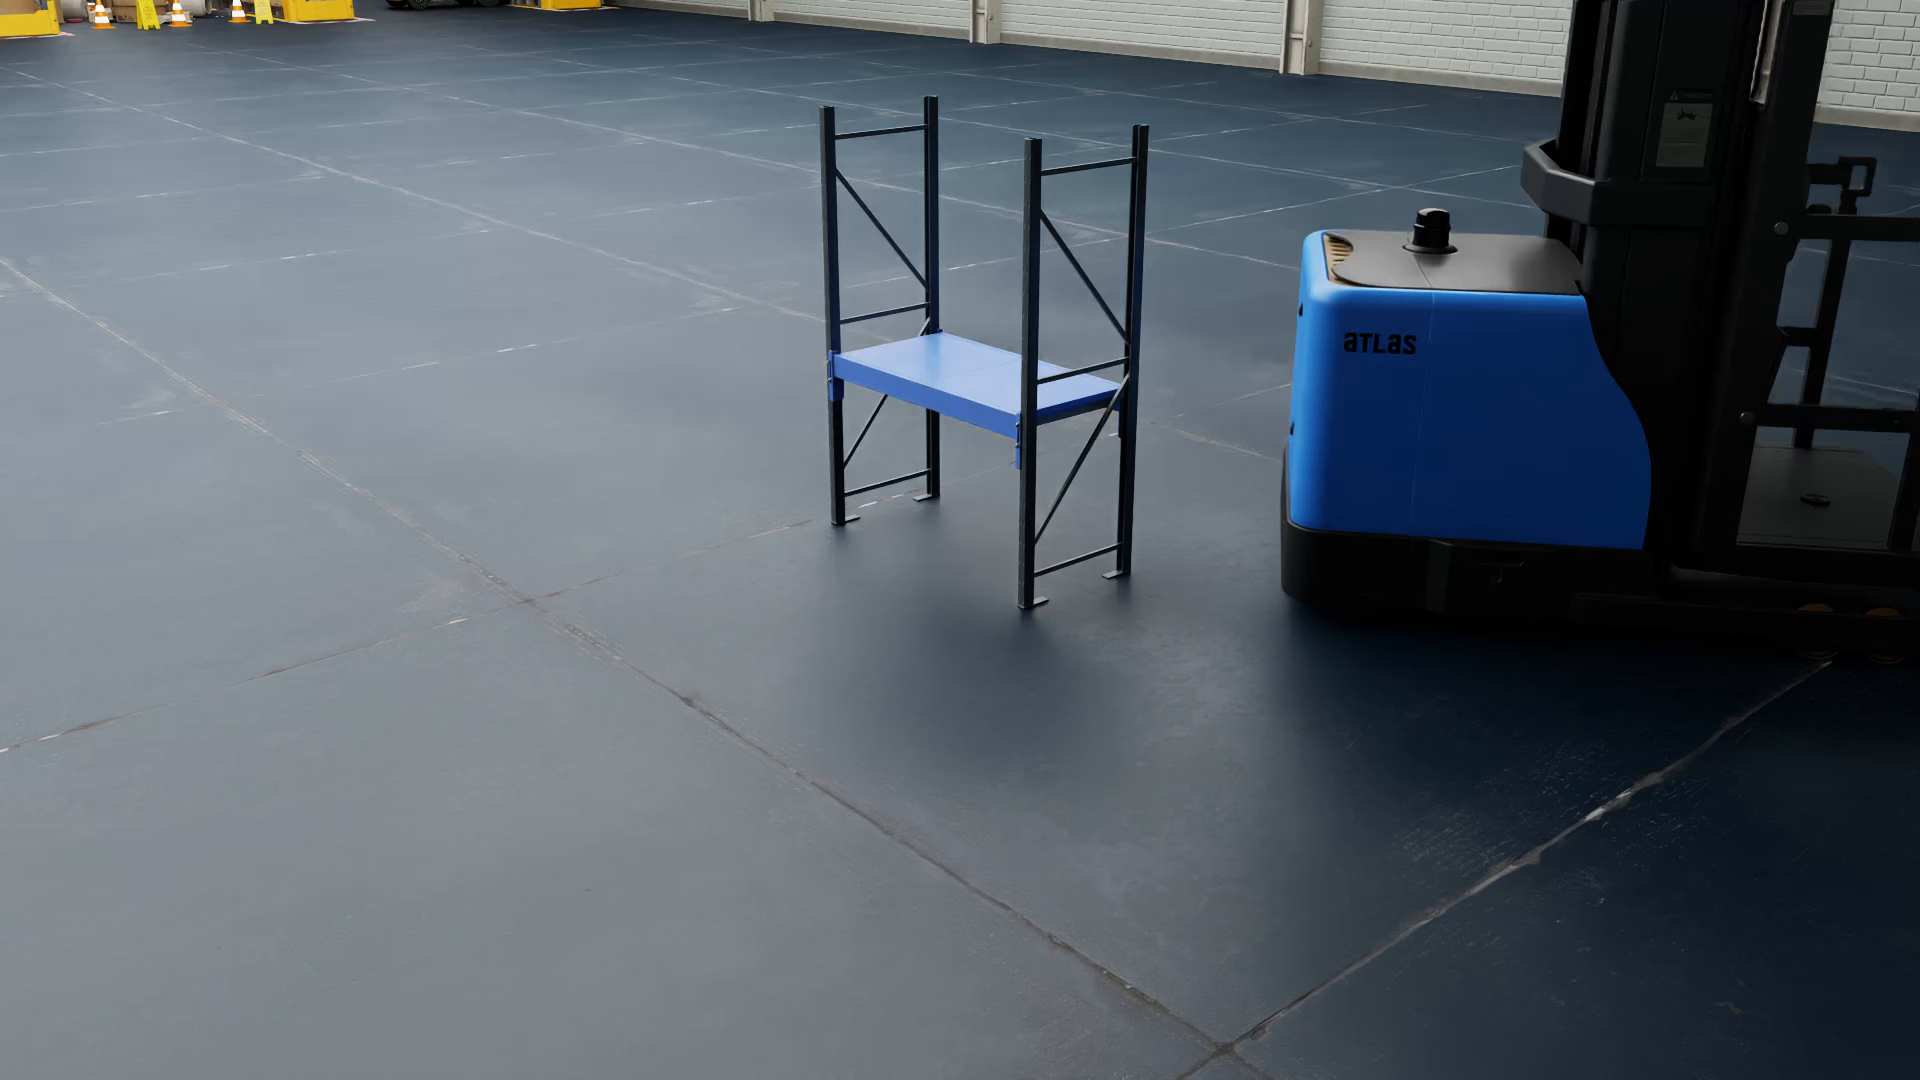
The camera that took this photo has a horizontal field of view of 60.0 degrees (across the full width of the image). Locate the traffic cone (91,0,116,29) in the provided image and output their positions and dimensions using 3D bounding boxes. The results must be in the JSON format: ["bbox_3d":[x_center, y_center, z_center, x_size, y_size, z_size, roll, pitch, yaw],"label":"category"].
[{"bbox_3d":[-14.383,-8.810,27.843,0.336,0.463,0.334,-17,27,-37],"label":"traffic cone"}]

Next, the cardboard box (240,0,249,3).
[{"bbox_3d":[-13.153,-10.215,31.147,0.500,0.250,0.500,-18,28,-38],"label":"cardboard box"}]

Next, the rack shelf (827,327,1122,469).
[{"bbox_3d":[0.056,-0.507,5.716,0.538,0.185,1.000,-17,27,-37],"label":"rack shelf"}]

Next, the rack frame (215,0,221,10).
[{"bbox_3d":[-14.039,-11.818,32.044,1.000,3.000,0.127,-17,27,-37],"label":"rack frame"}]

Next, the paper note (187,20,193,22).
[{"bbox_3d":[-13.553,-9.118,29.221,0.142,0.019,0.148,12,24,27],"label":"paper note"}]

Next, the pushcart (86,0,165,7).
[{"bbox_3d":[-15.734,-10.040,31.102,0.936,0.377,1.648,12,24,27],"label":"pushcart"}]

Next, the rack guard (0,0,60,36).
[{"bbox_3d":[-15.097,-8.336,26.582,1.175,0.500,0.348,-17,27,-37],"label":"rack guard"}]

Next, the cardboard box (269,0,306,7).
[{"bbox_3d":[-12.175,-9.794,30.071,0.500,0.250,0.500,-18,27,-38],"label":"cardboard box"}]

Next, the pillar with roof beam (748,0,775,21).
[{"bbox_3d":[-6.787,-12.413,25.338,9.100,9.000,0.400,-17,27,-37],"label":"pillar with roof beam"}]

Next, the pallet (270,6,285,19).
[{"bbox_3d":[-11.981,-9.668,30.379,1.003,0.211,1.213,-17,27,-37],"label":"pallet"}]

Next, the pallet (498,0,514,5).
[{"bbox_3d":[-8.993,-11.135,34.125,1.003,0.211,1.213,-17,27,-37],"label":"pallet"}]

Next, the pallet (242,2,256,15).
[{"bbox_3d":[-12.773,-10.005,31.240,1.003,0.211,1.213,-17,27,-37],"label":"pallet"}]

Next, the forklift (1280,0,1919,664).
[{"bbox_3d":[2.608,-1.199,5.026,3.031,2.935,1.130,4,22,9],"label":"forklift"}]

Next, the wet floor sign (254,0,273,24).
[{"bbox_3d":[-12.115,-9.309,28.868,0.267,0.644,0.232,-8,23,-19],"label":"wet floor sign"}]

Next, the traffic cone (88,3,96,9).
[{"bbox_3d":[-16.856,-10.488,32.128,0.336,0.463,0.334,-17,27,-37],"label":"traffic cone"}]

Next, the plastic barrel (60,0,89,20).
[{"bbox_3d":[-15.821,-9.464,29.566,0.512,0.421,0.421,0,21,-1],"label":"plastic barrel"}]

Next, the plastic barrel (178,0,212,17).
[{"bbox_3d":[-13.923,-9.724,30.229,0.512,0.421,0.421,0,21,-1],"label":"plastic barrel"}]

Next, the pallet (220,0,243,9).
[{"bbox_3d":[-13.574,-10.343,32.101,1.003,0.211,1.213,-17,27,-37],"label":"pallet"}]

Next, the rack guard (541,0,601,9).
[{"bbox_3d":[-7.655,-10.725,32.681,1.175,0.500,0.348,-17,27,-37],"label":"rack guard"}]

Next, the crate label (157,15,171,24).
[{"bbox_3d":[-13.865,-9.036,28.866,0.298,0.136,0.250,7,23,18],"label":"crate label"}]

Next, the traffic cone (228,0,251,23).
[{"bbox_3d":[-12.686,-9.343,29.205,0.336,0.463,0.334,-17,27,-37],"label":"traffic cone"}]

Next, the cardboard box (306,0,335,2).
[{"bbox_3d":[-11.745,-9.917,30.385,0.500,0.250,0.500,-18,28,-38],"label":"cardboard box"}]

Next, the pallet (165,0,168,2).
[{"bbox_3d":[-16.141,-11.409,34.822,1.003,0.211,1.213,-17,27,-37],"label":"pallet"}]

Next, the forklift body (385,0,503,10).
[{"bbox_3d":[-10.290,-11.590,32.626,2.313,2.155,1.214,-17,27,-37],"label":"forklift body"}]

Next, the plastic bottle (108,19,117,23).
[{"bbox_3d":[-14.899,-9.088,29.104,0.283,0.061,0.133,12,24,27],"label":"plastic bottle"}]

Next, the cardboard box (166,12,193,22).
[{"bbox_3d":[-13.814,-9.267,29.439,0.380,0.149,0.250,-4,22,-10],"label":"cardboard box"}]

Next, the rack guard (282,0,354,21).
[{"bbox_3d":[-11.478,-9.570,29.732,1.175,0.500,0.348,-17,27,-37],"label":"rack guard"}]

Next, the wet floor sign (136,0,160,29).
[{"bbox_3d":[-13.593,-8.874,27.755,0.232,0.644,0.267,17,27,36],"label":"wet floor sign"}]

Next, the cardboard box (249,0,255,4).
[{"bbox_3d":[-12.838,-10.076,30.790,0.500,0.250,0.500,-19,28,-39],"label":"cardboard box"}]

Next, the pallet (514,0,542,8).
[{"bbox_3d":[-8.201,-10.799,33.265,1.003,0.211,1.213,-17,27,-37],"label":"pallet"}]

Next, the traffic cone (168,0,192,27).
[{"bbox_3d":[-13.305,-8.985,28.290,0.336,0.463,0.334,-17,27,-37],"label":"traffic cone"}]

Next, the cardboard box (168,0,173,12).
[{"bbox_3d":[-14.371,-10.035,30.917,0.500,0.500,0.500,0,21,-1],"label":"cardboard box"}]

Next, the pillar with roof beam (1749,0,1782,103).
[{"bbox_3d":[4.963,-7.440,12.641,9.100,9.000,0.400,-17,27,-37],"label":"pillar with roof beam"}]

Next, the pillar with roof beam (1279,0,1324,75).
[{"bbox_3d":[1.046,-9.098,16.873,9.100,9.000,0.400,-17,27,-37],"label":"pillar with roof beam"}]

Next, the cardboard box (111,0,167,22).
[{"bbox_3d":[-14.493,-9.433,29.378,0.637,0.503,0.797,3,22,9],"label":"cardboard box"}]

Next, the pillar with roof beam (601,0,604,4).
[{"bbox_3d":[-10.703,-14.071,29.571,9.100,9.000,0.400,-17,27,-37],"label":"pillar with roof beam"}]

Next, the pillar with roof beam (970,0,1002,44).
[{"bbox_3d":[-2.870,-10.756,21.106,9.100,9.000,0.400,-17,27,-37],"label":"pillar with roof beam"}]

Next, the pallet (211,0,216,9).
[{"bbox_3d":[-14.549,-10.734,33.101,1.003,0.211,1.213,-17,27,-37],"label":"pallet"}]

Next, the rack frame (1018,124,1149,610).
[{"bbox_3d":[0.388,-0.534,5.292,0.500,1.500,0.032,-17,27,-37],"label":"rack frame"}]

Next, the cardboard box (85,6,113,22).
[{"bbox_3d":[-15.206,-9.302,29.370,0.396,0.266,0.258,-12,25,-28],"label":"cardboard box"}]

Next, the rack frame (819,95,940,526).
[{"bbox_3d":[-0.276,-0.815,6.009,0.500,1.500,0.032,-17,27,-37],"label":"rack frame"}]

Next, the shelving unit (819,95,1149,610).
[{"bbox_3d":[0.056,-0.675,5.650,0.538,1.500,1.048,-17,27,-37],"label":"shelving unit"}]

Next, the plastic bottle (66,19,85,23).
[{"bbox_3d":[-15.470,-9.085,29.095,0.133,0.061,0.283,12,24,27],"label":"plastic bottle"}]

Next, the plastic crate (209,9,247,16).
[{"bbox_3d":[-13.636,-9.830,30.971,0.583,0.080,0.402,12,24,27],"label":"plastic crate"}]

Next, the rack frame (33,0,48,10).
[{"bbox_3d":[-15.112,-9.507,26.143,1.000,3.000,0.127,-17,27,-37],"label":"rack frame"}]

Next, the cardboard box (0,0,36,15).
[{"bbox_3d":[-15.605,-8.884,26.892,0.875,0.875,0.875,-17,27,-37],"label":"cardboard box"}]

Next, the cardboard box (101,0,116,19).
[{"bbox_3d":[-15.109,-9.753,30.008,0.797,0.637,0.503,-17,27,-37],"label":"cardboard box"}]

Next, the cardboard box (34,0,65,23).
[{"bbox_3d":[-15.932,-9.264,28.949,0.500,0.500,0.500,-12,25,-28],"label":"cardboard box"}]
